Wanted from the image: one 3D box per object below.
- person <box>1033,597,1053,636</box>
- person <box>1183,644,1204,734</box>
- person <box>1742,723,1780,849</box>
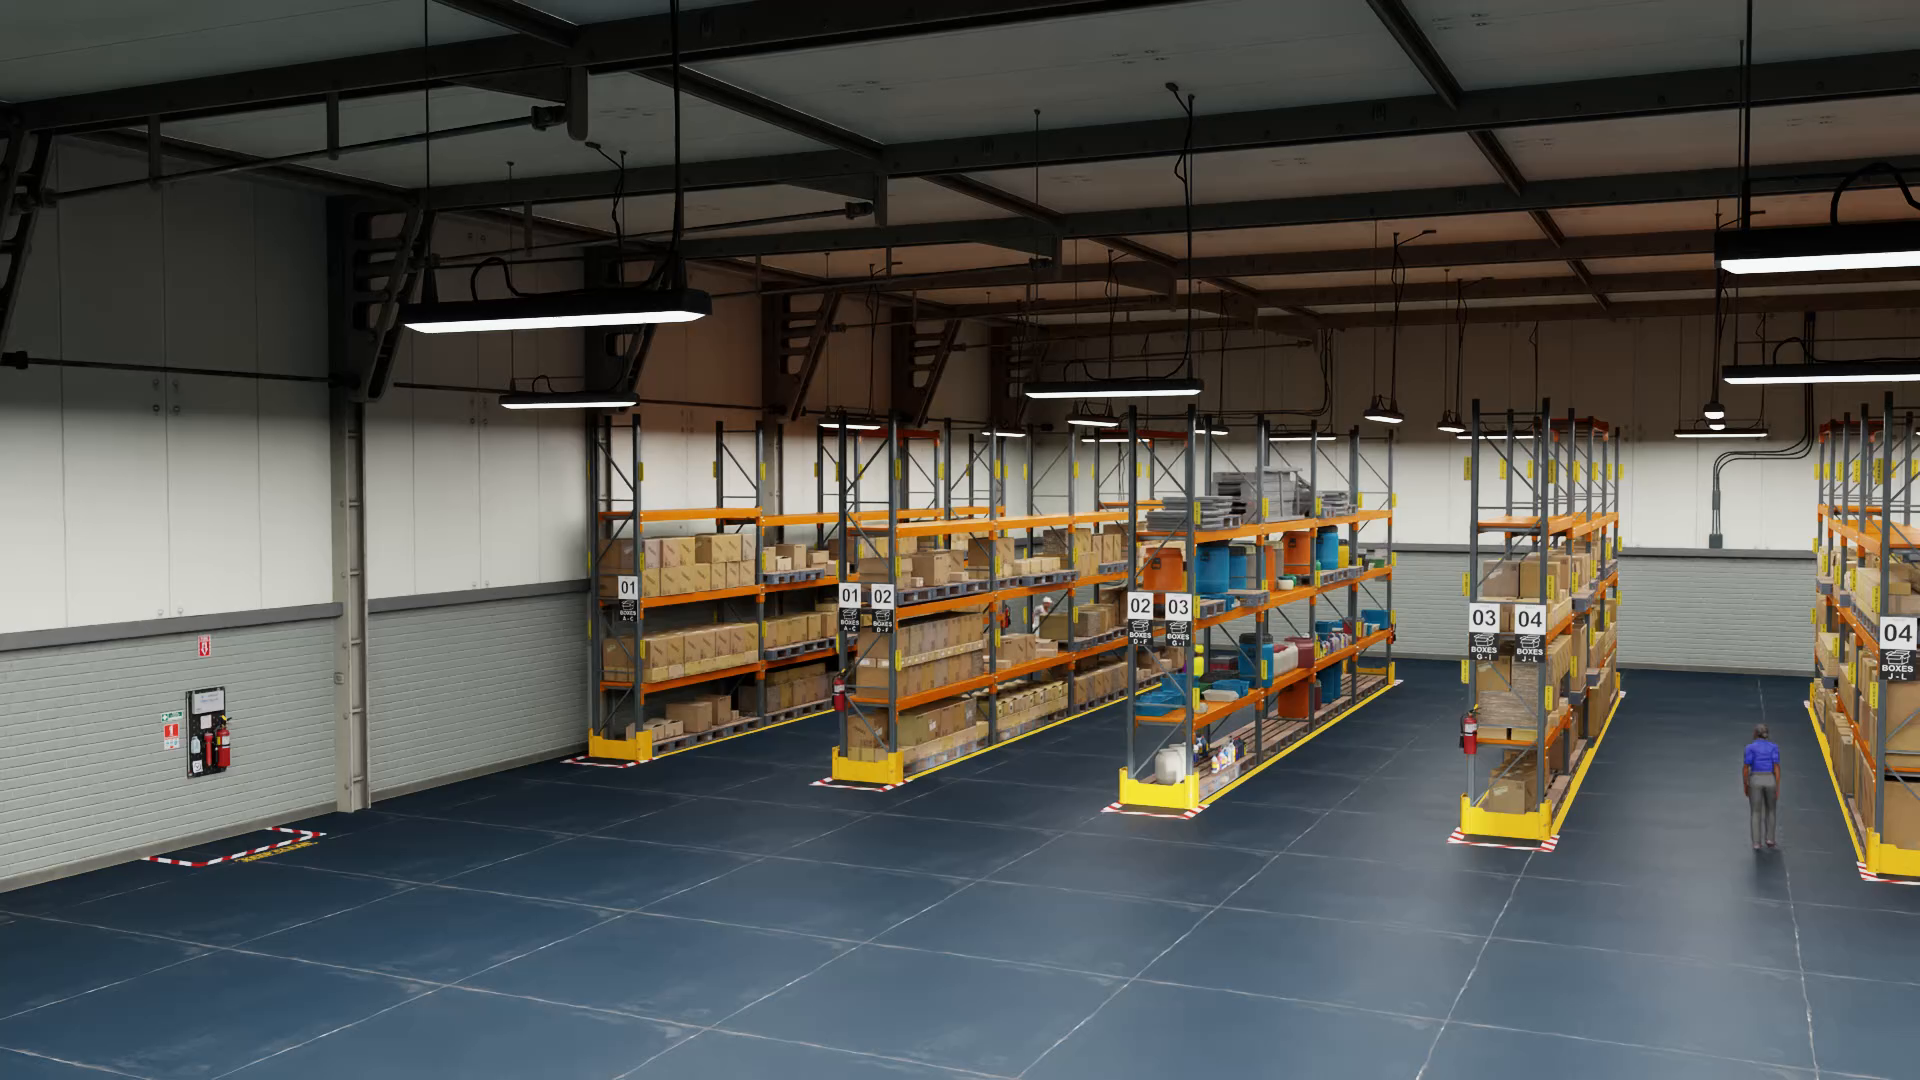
[{"bbox_3d":[2.093,2.351,44.103,0.724,1.688,0.708,2,3,42],"label":"person"},{"bbox_3d":[4.588,2.858,31.764,0.723,1.684,0.791,0,2,11],"label":"person"},{"bbox_3d":[10.653,3.288,22.081,0.482,1.686,0.674,1,2,19],"label":"person"}]
